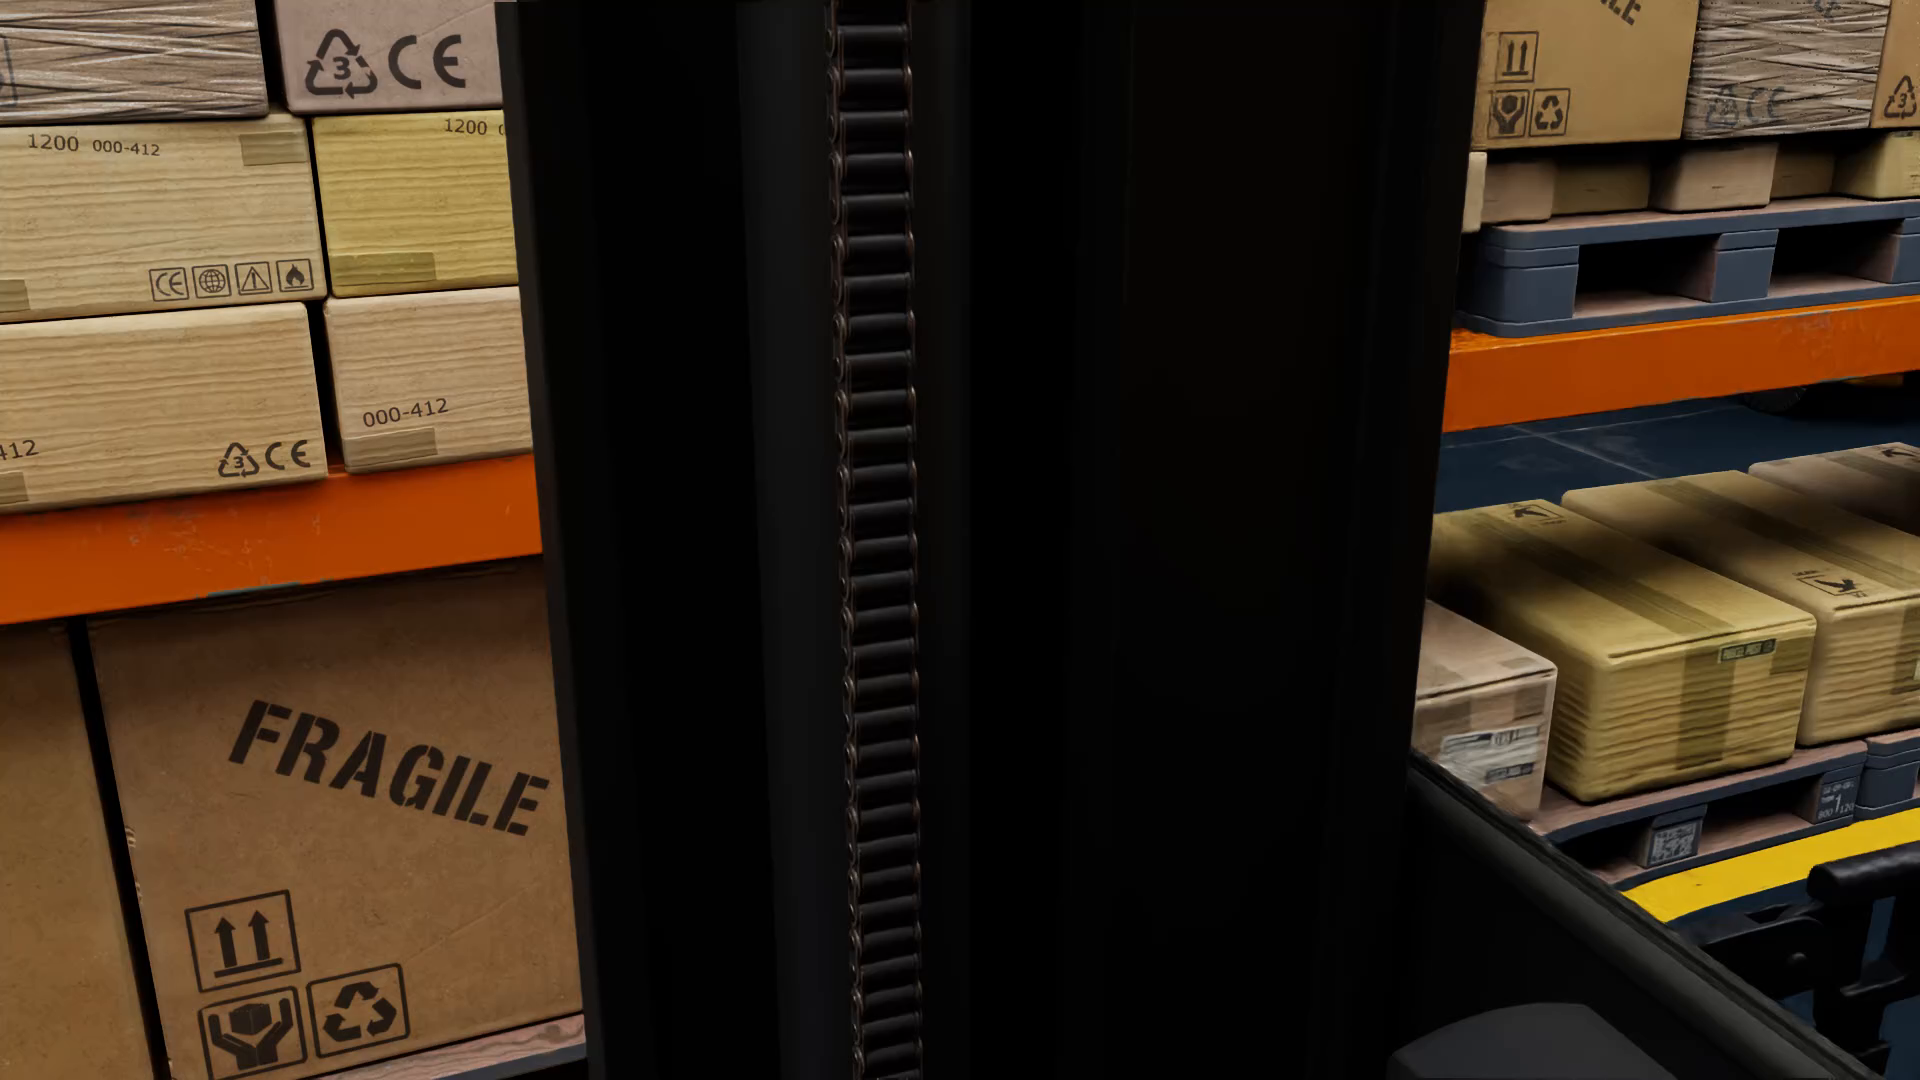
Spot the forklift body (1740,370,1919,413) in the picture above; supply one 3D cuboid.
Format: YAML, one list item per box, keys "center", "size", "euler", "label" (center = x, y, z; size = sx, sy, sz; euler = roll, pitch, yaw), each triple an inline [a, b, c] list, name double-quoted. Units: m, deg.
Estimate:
- center: [3.967, -1.894, 8.163]
  size: [1.214, 2.155, 2.313]
  euler: [-8, 21, -22]
  label: "forklift body"

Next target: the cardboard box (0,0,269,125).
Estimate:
- center: [-1.229, -0.836, 2.222]
  size: [0.500, 0.500, 0.500]
  euler: [-8, 21, -21]
  label: "cardboard box"

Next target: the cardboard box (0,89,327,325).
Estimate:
- center: [-1.204, -0.490, 2.370]
  size: [0.500, 0.250, 0.500]
  euler: [-9, 21, -23]
  label: "cardboard box"

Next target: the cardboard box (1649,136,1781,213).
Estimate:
- center: [1.485, -0.798, 3.518]
  size: [0.250, 0.149, 0.380]
  euler: [-7, 21, -20]
  label: "cardboard box"

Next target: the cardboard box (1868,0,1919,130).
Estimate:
- center: [2.018, -1.184, 3.637]
  size: [0.500, 0.500, 0.500]
  euler: [-7, 21, -20]
  label: "cardboard box"

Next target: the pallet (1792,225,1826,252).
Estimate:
- center: [2.523, -0.914, 4.390]
  size: [1.213, 0.211, 1.003]
  euler: [-8, 21, -22]
  label: "pallet"

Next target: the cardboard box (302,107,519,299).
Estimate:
- center: [-0.734, -0.558, 2.564]
  size: [0.500, 0.250, 0.500]
  euler: [-8, 21, -22]
  label: "cardboard box"

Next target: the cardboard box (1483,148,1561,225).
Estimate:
- center: [0.975, -0.734, 3.337]
  size: [0.250, 0.149, 0.380]
  euler: [-7, 21, -19]
  label: "cardboard box"

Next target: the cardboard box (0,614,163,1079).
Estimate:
- center: [-1.878, 0.451, 2.791]
  size: [0.875, 0.875, 0.875]
  euler: [-8, 21, -21]
  label: "cardboard box"

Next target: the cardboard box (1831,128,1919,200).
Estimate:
- center: [1.977, -0.859, 3.690]
  size: [0.250, 0.149, 0.380]
  euler: [-8, 21, -22]
  label: "cardboard box"

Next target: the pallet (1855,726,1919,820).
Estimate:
- center: [2.568, 0.357, 4.689]
  size: [1.213, 0.211, 1.003]
  euler: [-8, 21, -22]
  label: "pallet"

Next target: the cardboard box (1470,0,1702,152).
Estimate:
- center: [1.075, -1.051, 3.261]
  size: [0.500, 0.500, 0.500]
  euler: [-8, 21, -21]
  label: "cardboard box"

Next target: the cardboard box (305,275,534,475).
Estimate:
- center: [-0.752, -0.318, 2.635]
  size: [0.500, 0.250, 0.500]
  euler: [-9, 21, -24]
  label: "cardboard box"

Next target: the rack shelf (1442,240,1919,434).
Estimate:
- center: [1.446, -0.458, 3.890]
  size: [4.000, 0.370, 1.077]
  euler: [-8, 21, -22]
  label: "rack shelf"

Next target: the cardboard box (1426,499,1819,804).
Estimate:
- center: [1.505, 0.238, 4.154]
  size: [0.625, 0.372, 0.950]
  euler: [-7, 21, -20]
  label: "cardboard box"

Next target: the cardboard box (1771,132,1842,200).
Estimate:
- center: [1.694, -0.855, 3.681]
  size: [0.250, 0.149, 0.380]
  euler: [-9, 21, -24]
  label: "cardboard box"

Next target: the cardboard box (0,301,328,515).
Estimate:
- center: [-1.215, -0.246, 2.430]
  size: [0.500, 0.250, 0.500]
  euler: [-8, 21, -21]
  label: "cardboard box"

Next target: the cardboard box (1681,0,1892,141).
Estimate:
- center: [1.537, -1.115, 3.441]
  size: [0.500, 0.500, 0.500]
  euler: [-9, 21, -24]
  label: "cardboard box"

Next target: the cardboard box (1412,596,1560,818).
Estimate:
- center: [0.807, 0.336, 3.875]
  size: [0.625, 0.372, 0.950]
  euler: [-9, 21, -23]
  label: "cardboard box"

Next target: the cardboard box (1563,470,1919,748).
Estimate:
- center: [2.143, 0.146, 4.415]
  size: [0.625, 0.372, 0.950]
  euler: [-7, 21, -19]
  label: "cardboard box"

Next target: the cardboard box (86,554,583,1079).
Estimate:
- center: [-1.057, 0.335, 3.121]
  size: [0.875, 0.875, 0.875]
  euler: [-8, 21, -22]
  label: "cardboard box"

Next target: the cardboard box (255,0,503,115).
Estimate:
- center: [-0.761, -0.906, 2.421]
  size: [0.500, 0.500, 0.500]
  euler: [-9, 21, -23]
  label: "cardboard box"

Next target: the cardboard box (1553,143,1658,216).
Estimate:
- center: [1.219, -0.784, 3.477]
  size: [0.250, 0.149, 0.380]
  euler: [-7, 21, -20]
  label: "cardboard box"

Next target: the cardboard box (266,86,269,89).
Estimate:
- center: [-1.392, -0.995, 2.675]
  size: [0.500, 0.500, 0.500]
  euler: [-8, 21, -22]
  label: "cardboard box"

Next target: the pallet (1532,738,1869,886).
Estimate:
- center: [1.446, 0.519, 4.230]
  size: [1.213, 0.211, 1.003]
  euler: [-8, 21, -22]
  label: "pallet"

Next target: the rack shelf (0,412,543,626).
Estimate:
- center: [-2.227, 0.068, 2.396]
  size: [4.000, 0.370, 1.077]
  euler: [-8, 21, -22]
  label: "rack shelf"

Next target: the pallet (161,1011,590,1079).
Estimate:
- center: [-1.144, 0.862, 3.257]
  size: [1.213, 0.211, 1.003]
  euler: [-8, 21, -22]
  label: "pallet"

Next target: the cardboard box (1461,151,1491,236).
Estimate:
- center: [0.785, -0.679, 3.180]
  size: [0.250, 0.149, 0.380]
  euler: [-8, 21, -22]
  label: "cardboard box"

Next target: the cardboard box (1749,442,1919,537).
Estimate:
- center: [2.802, 0.050, 4.687]
  size: [0.625, 0.372, 0.950]
  euler: [-8, 21, -21]
  label: "cardboard box"

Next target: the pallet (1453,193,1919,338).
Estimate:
- center: [1.411, -0.717, 3.831]
  size: [1.213, 0.211, 1.003]
  euler: [-8, 21, -22]
  label: "pallet"
